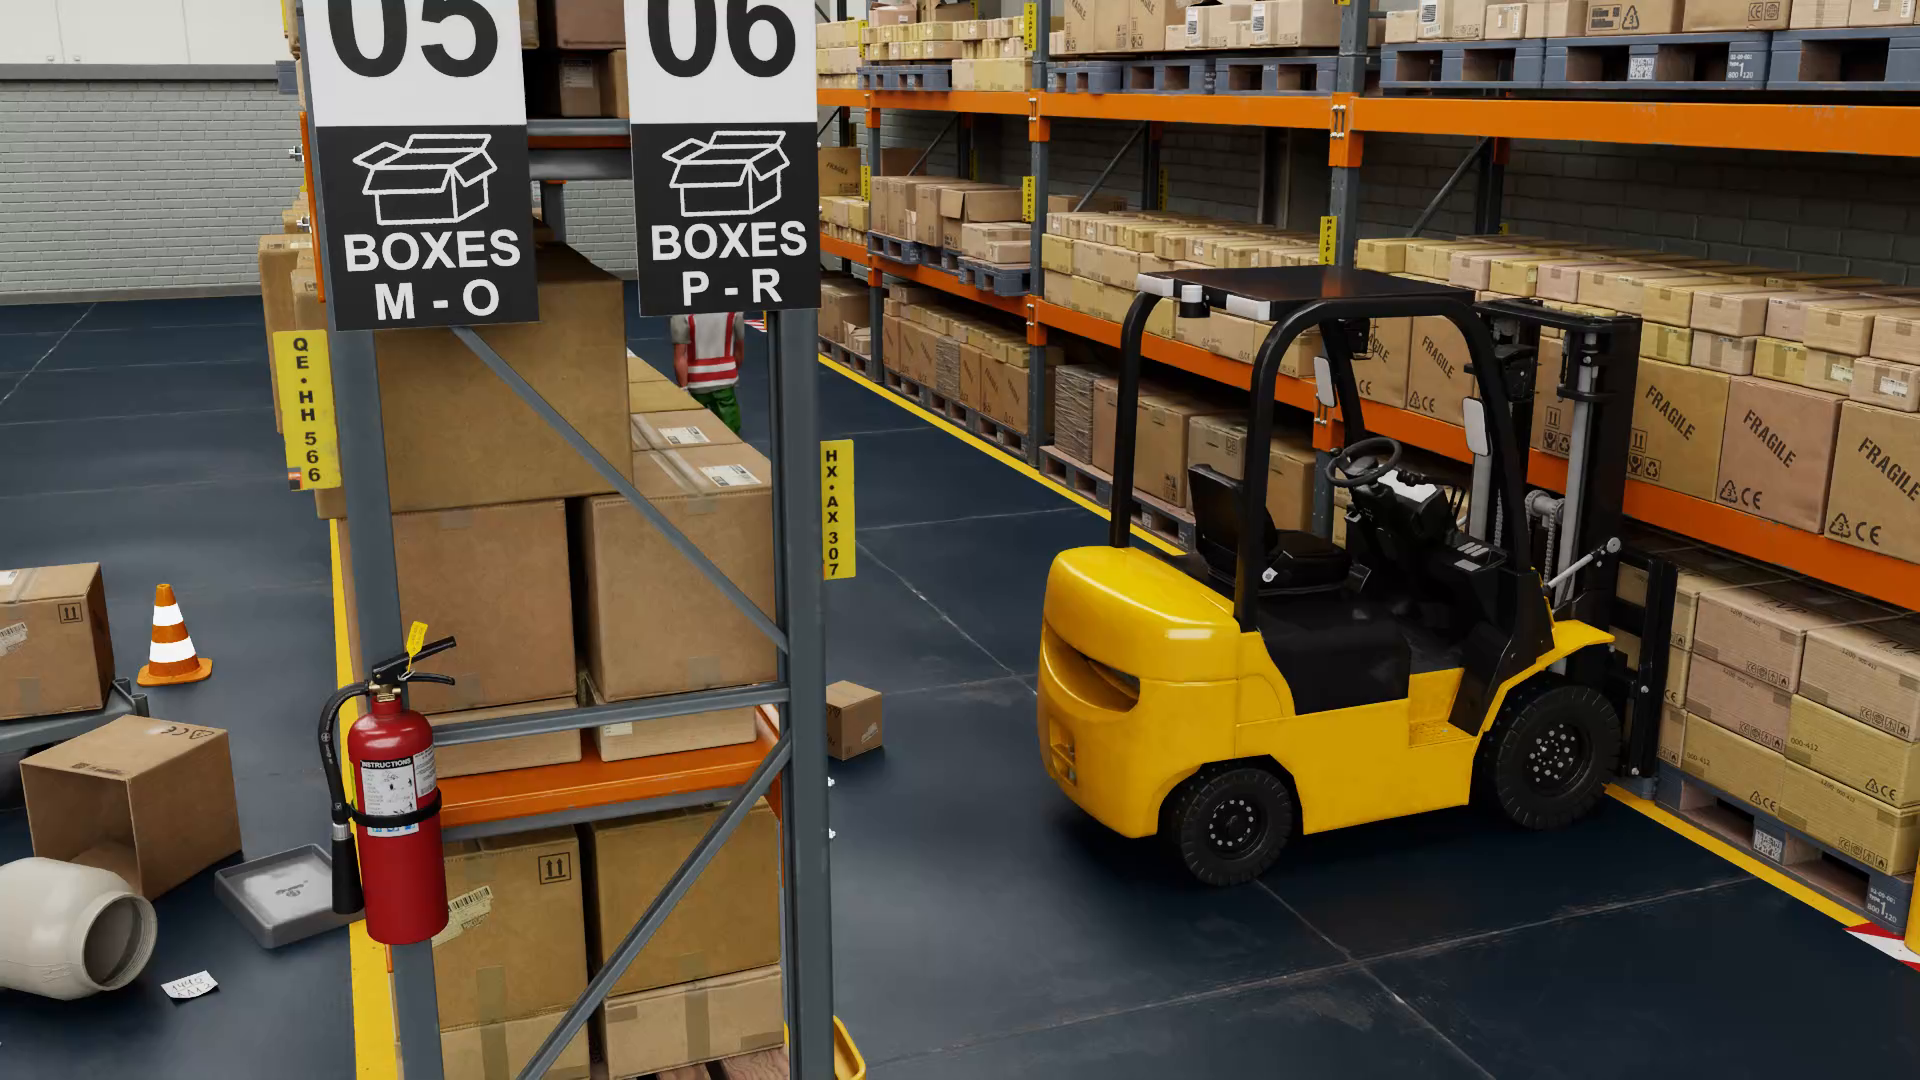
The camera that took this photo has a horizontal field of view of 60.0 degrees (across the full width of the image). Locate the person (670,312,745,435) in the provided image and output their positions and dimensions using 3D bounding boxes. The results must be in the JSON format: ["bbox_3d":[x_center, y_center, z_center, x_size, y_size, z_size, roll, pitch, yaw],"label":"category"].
[{"bbox_3d":[-1.729,-1.077,11.385,0.527,1.740,1.045,-5,16,-18],"label":"person"}]
